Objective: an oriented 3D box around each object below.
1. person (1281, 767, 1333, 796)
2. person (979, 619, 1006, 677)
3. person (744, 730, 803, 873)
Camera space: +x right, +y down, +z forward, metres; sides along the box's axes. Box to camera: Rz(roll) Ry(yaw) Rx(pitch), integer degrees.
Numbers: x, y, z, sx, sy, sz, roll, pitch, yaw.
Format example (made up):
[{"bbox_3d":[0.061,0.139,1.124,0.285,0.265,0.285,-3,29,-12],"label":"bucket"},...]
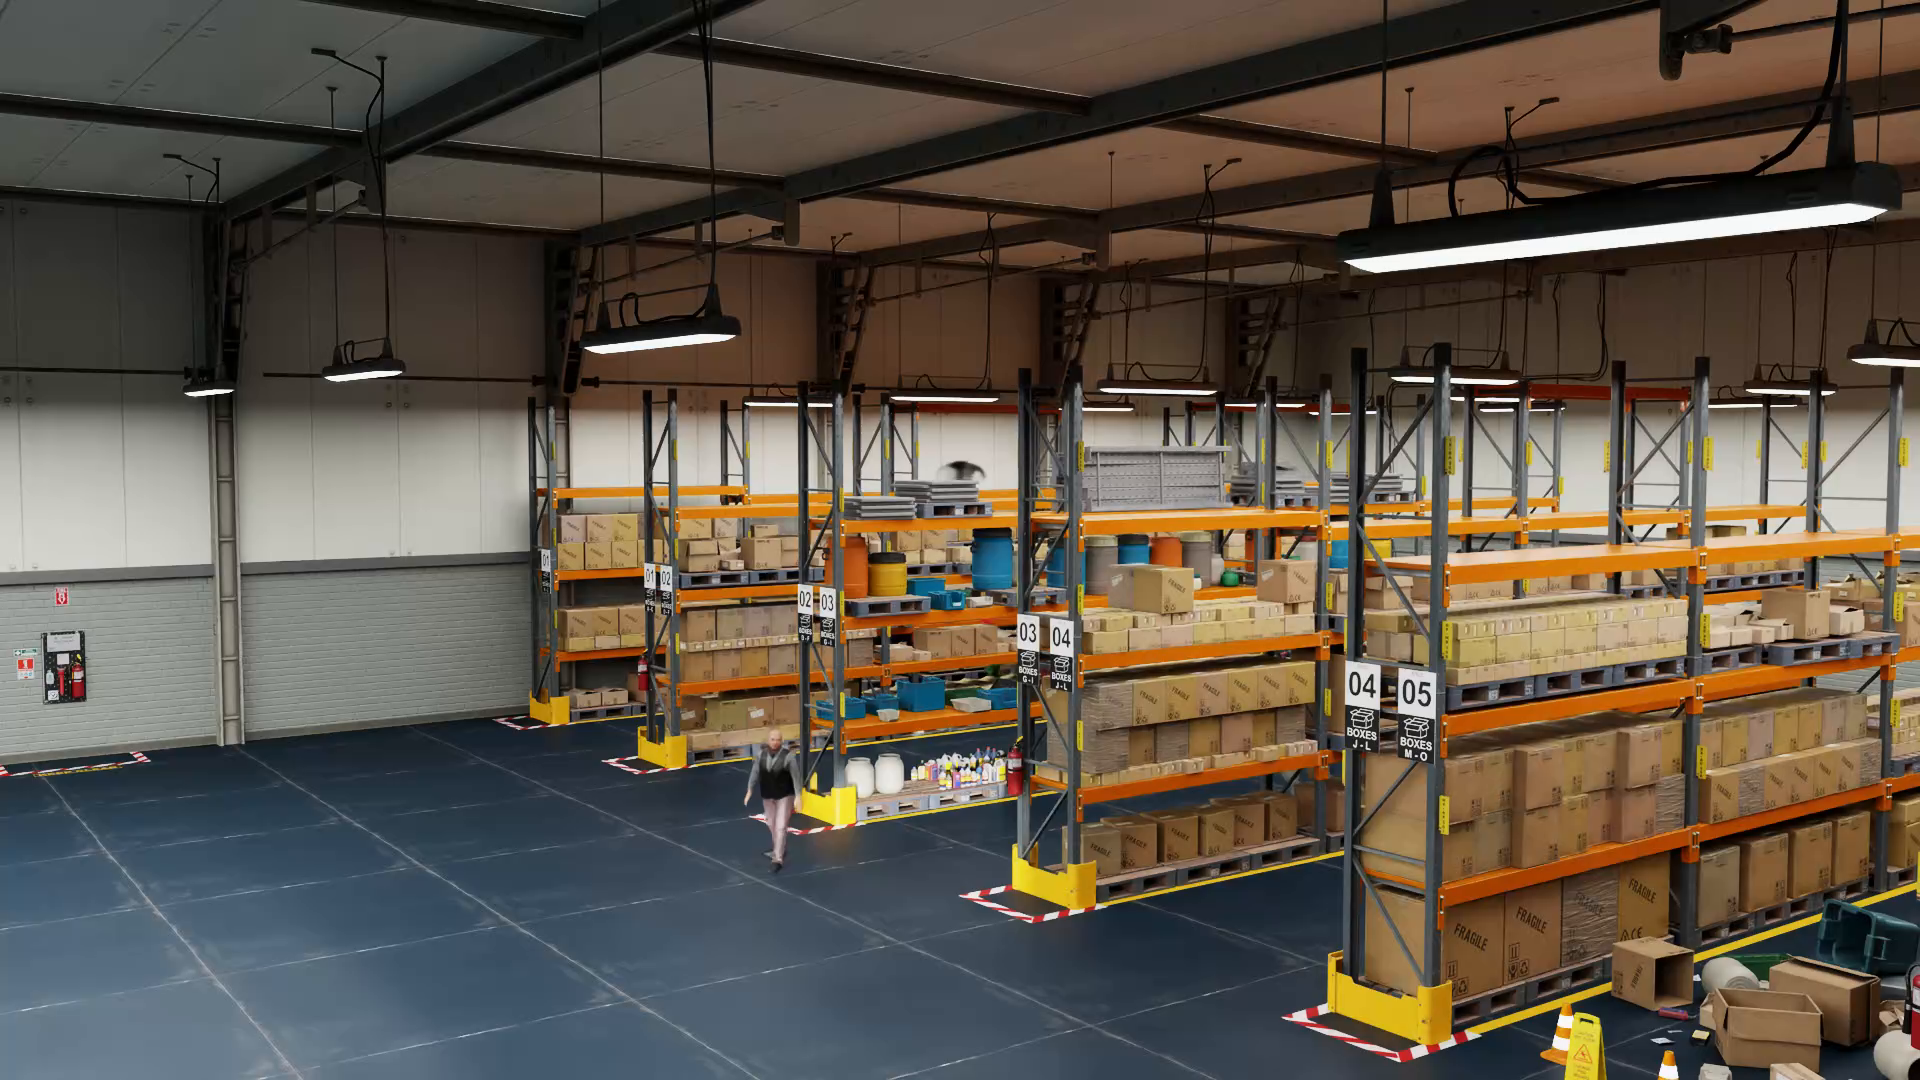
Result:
[{"bbox_3d":[4.984,2.987,23.715,1.093,1.602,0.659,-2,4,-26],"label":"person"},{"bbox_3d":[0.725,2.372,33.154,0.896,1.721,0.656,-3,5,-44],"label":"person"},{"bbox_3d":[-2.259,3.125,20.224,0.655,1.674,0.888,1,4,24],"label":"person"}]
